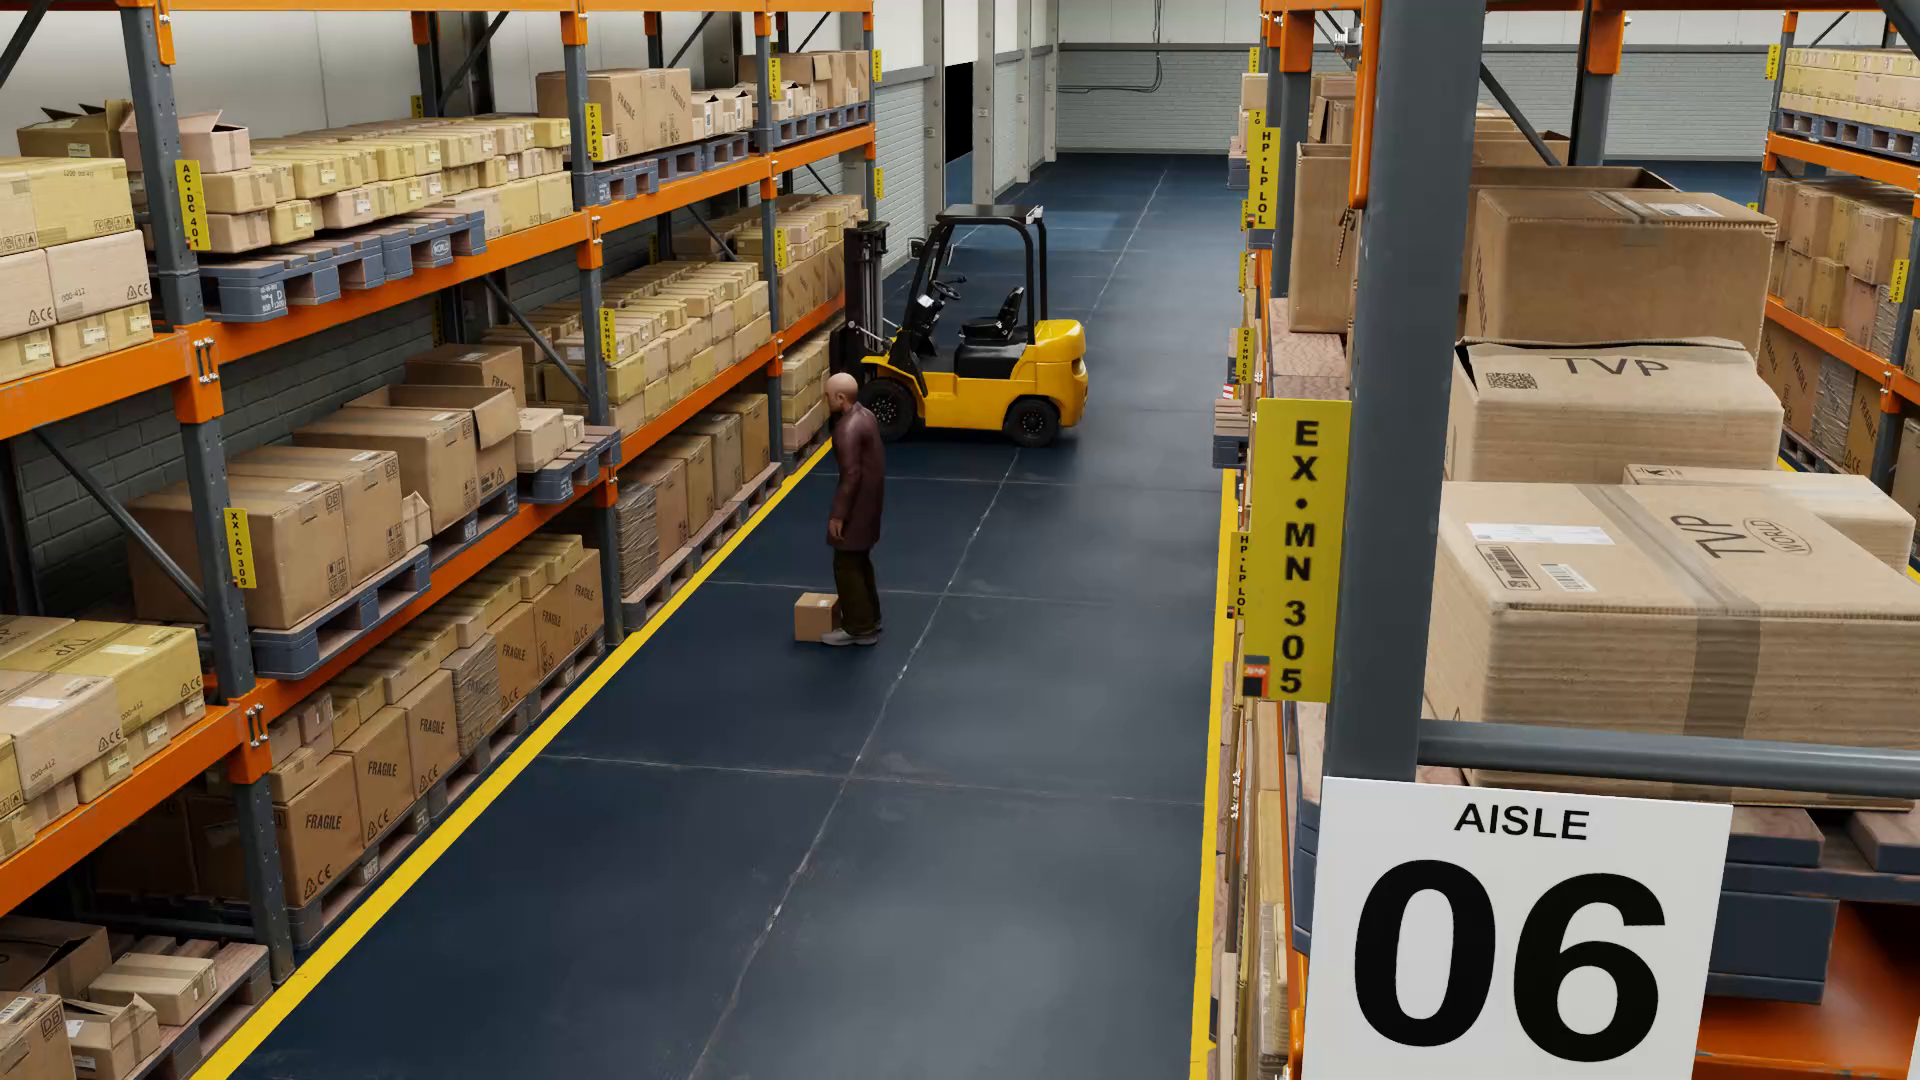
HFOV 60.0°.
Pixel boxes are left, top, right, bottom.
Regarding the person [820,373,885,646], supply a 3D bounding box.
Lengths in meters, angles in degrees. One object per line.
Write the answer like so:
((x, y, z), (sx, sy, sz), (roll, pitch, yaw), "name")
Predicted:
((-0.693, -0.206, 10.723), (0.423, 1.774, 0.643), (3, 18, 9), "person")
